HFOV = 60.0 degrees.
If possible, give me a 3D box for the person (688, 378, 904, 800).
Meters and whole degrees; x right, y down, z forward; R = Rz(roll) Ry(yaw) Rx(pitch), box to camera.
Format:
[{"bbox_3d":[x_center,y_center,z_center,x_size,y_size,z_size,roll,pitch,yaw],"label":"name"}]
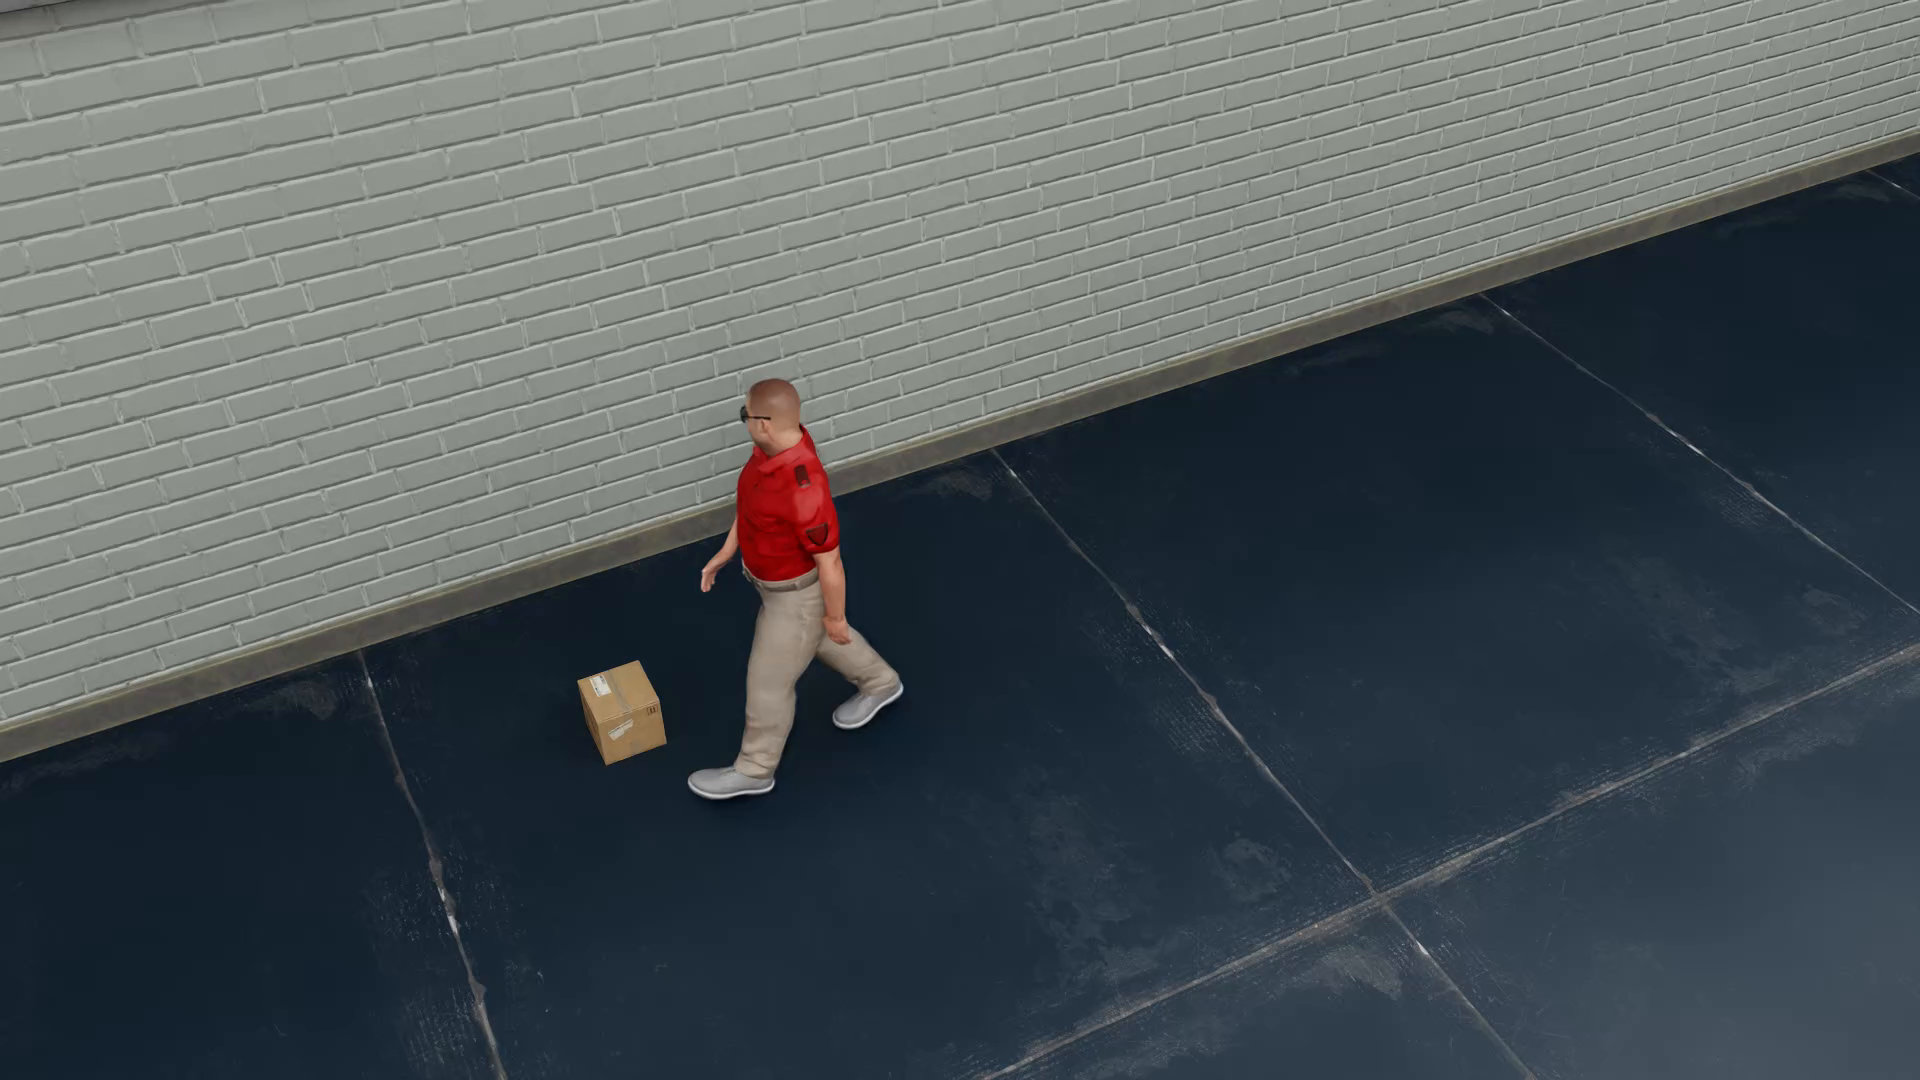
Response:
[{"bbox_3d":[-0.641,0.146,6.018,0.909,1.679,0.546,-10,42,-11],"label":"person"}]
